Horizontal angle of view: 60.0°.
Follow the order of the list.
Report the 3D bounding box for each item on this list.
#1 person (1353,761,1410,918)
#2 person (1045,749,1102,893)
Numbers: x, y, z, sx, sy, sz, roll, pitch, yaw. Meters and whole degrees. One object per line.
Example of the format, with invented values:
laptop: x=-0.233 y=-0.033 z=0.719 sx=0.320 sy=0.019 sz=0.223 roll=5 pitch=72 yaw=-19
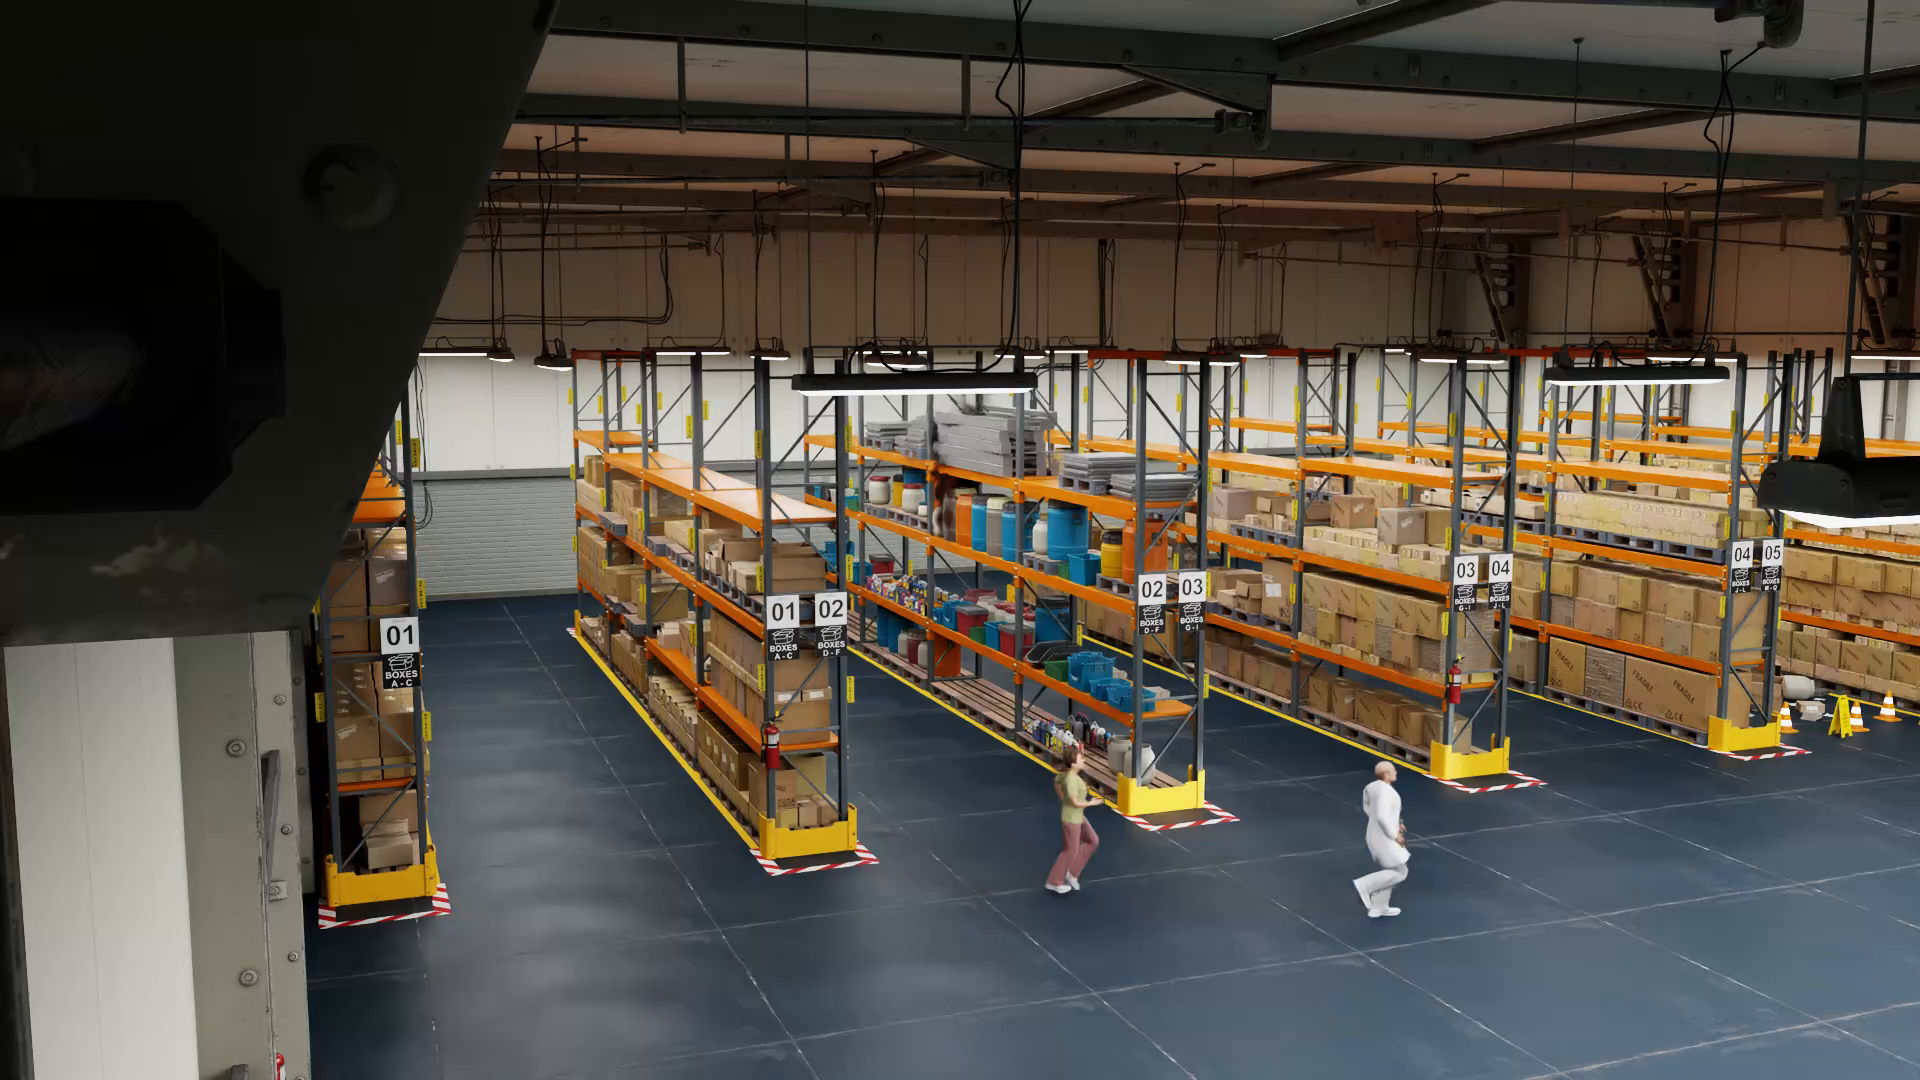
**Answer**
person: x=4.572 y=3.247 z=18.054 sx=0.642 sy=1.724 sz=0.675 roll=-1 pitch=7 yaw=-7
person: x=1.285 y=3.174 z=18.763 sx=0.640 sy=1.668 sz=0.612 roll=1 pitch=7 yaw=5
